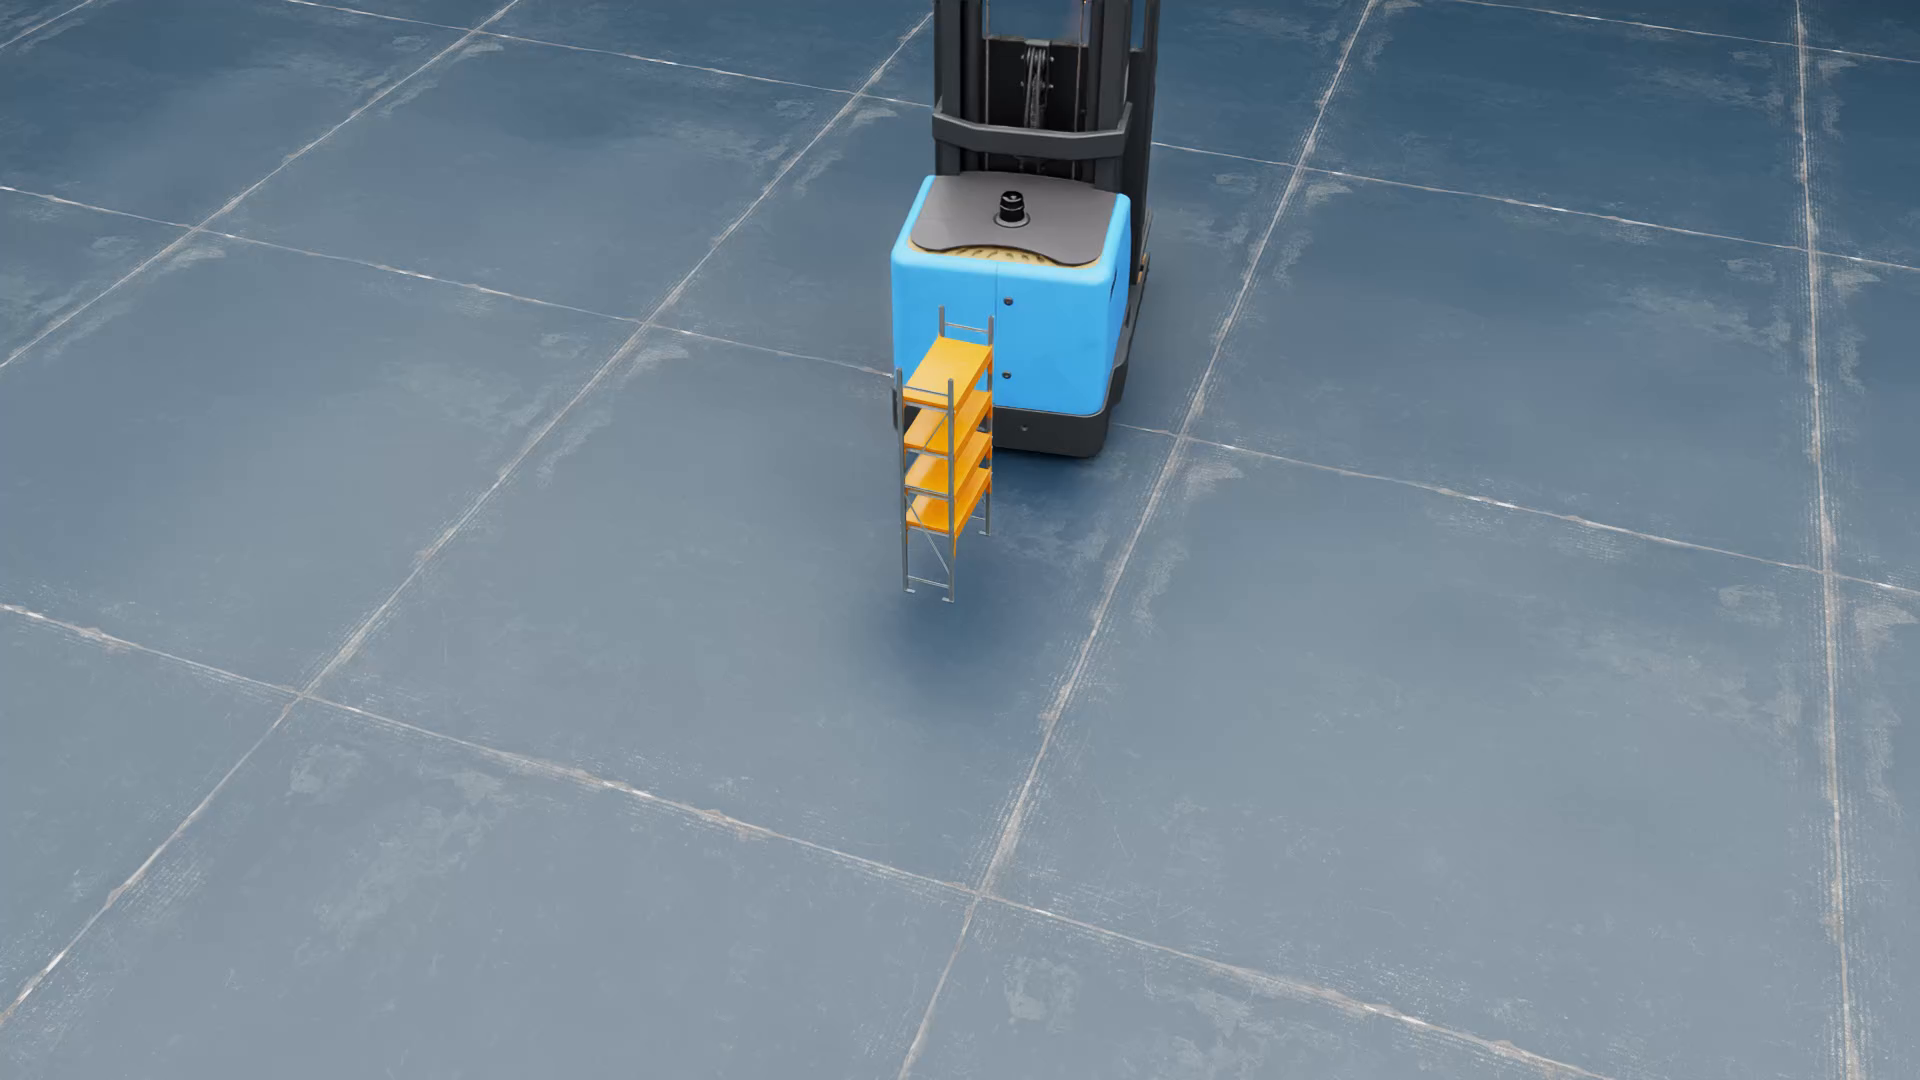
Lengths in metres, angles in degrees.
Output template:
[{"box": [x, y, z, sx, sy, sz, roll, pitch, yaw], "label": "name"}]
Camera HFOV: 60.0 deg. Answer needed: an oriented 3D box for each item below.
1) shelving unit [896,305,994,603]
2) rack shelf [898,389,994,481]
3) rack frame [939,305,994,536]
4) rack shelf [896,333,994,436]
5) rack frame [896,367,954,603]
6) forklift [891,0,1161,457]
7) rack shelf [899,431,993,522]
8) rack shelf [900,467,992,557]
[{"box": [-0.057, -0.355, 7.196, 0.258, 1.200, 0.503, 13, 42, 15], "label": "shelving unit"}, {"box": [-0.057, -0.474, 7.094, 0.258, 0.148, 0.480, 13, 42, 15], "label": "rack shelf"}, {"box": [0.027, -0.504, 7.370, 0.240, 1.200, 0.015, 13, 42, 15], "label": "rack frame"}, {"box": [-0.057, -0.654, 6.941, 0.258, 0.148, 0.480, 13, 42, 15], "label": "rack shelf"}, {"box": [-0.140, -0.207, 7.021, 0.240, 1.200, 0.015, 13, 42, 15], "label": "rack frame"}, {"box": [0.463, -2.481, 8.354, 1.130, 2.935, 3.031, 7, 41, 9], "label": "forklift"}, {"box": [-0.057, -0.304, 7.240, 0.258, 0.148, 0.480, 13, 42, 15], "label": "rack shelf"}, {"box": [-0.057, -0.153, 7.368, 0.258, 0.148, 0.480, 13, 42, 15], "label": "rack shelf"}]
